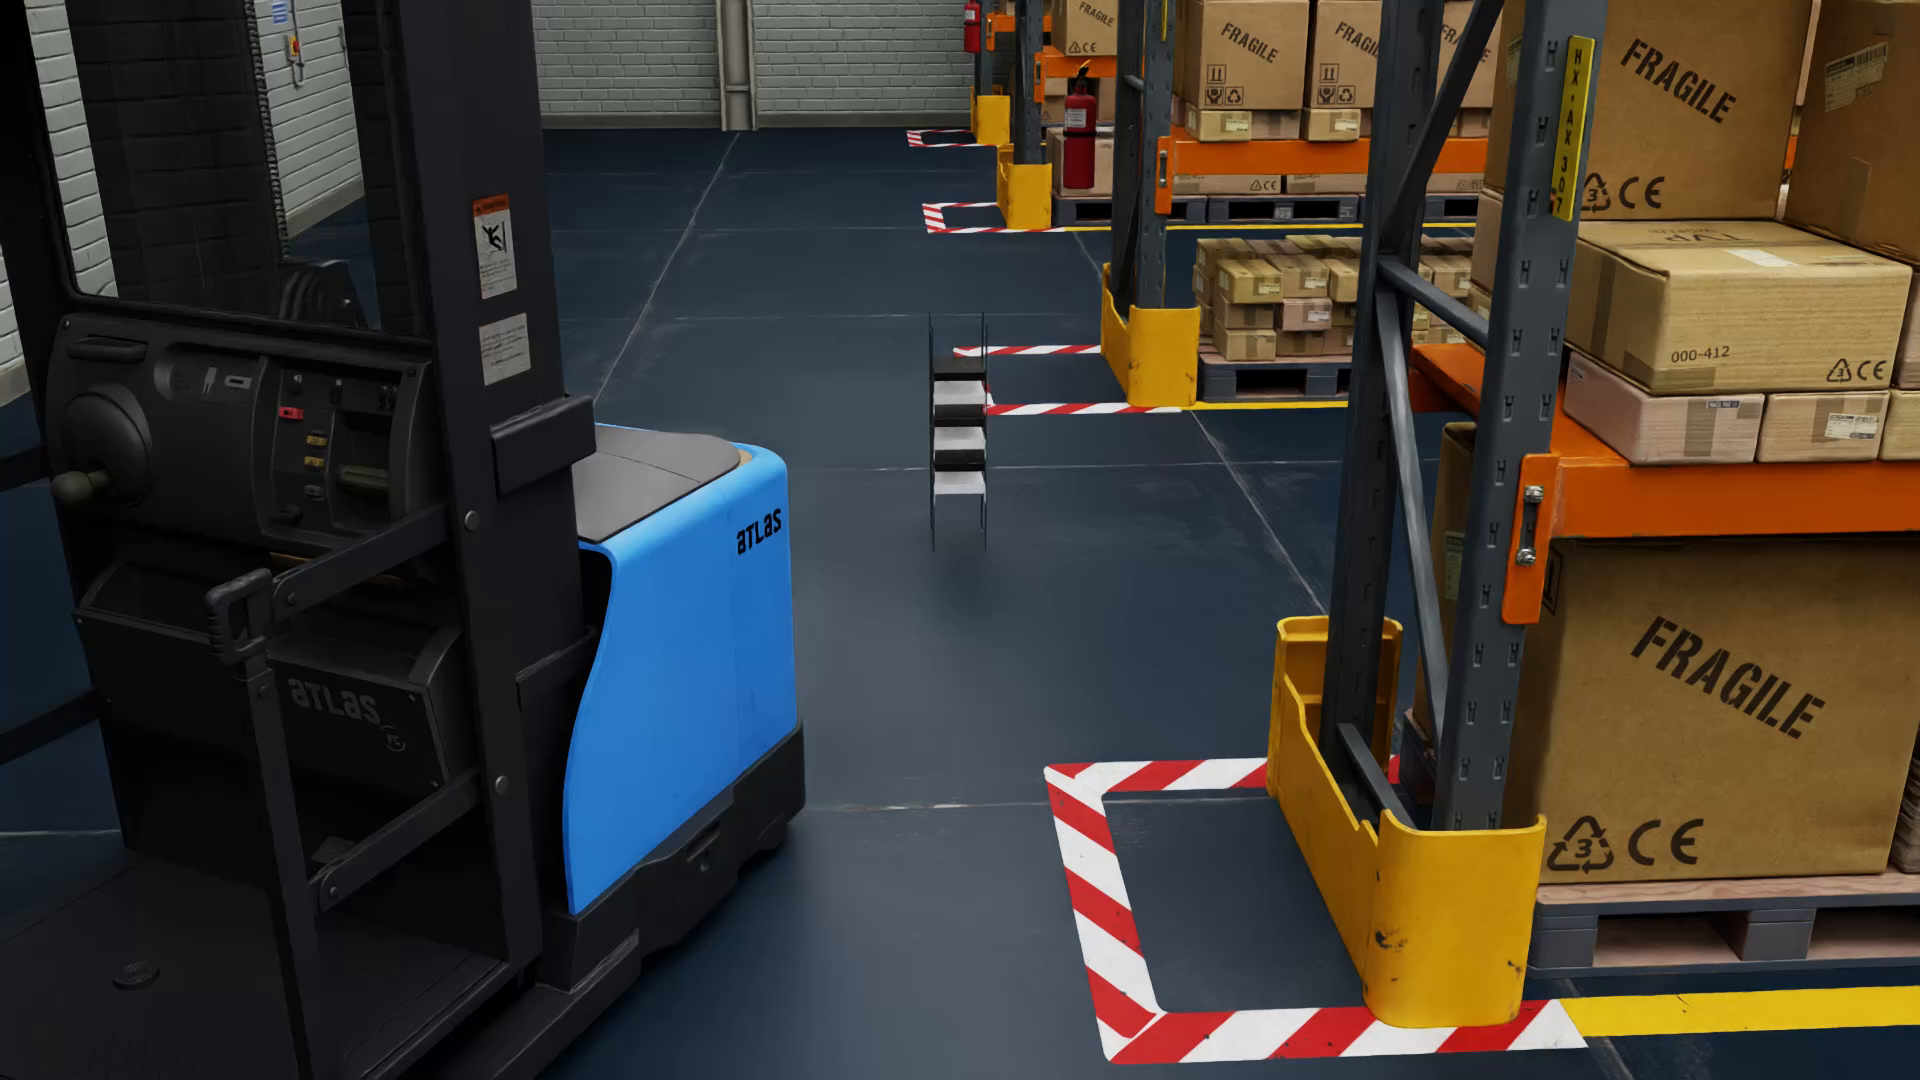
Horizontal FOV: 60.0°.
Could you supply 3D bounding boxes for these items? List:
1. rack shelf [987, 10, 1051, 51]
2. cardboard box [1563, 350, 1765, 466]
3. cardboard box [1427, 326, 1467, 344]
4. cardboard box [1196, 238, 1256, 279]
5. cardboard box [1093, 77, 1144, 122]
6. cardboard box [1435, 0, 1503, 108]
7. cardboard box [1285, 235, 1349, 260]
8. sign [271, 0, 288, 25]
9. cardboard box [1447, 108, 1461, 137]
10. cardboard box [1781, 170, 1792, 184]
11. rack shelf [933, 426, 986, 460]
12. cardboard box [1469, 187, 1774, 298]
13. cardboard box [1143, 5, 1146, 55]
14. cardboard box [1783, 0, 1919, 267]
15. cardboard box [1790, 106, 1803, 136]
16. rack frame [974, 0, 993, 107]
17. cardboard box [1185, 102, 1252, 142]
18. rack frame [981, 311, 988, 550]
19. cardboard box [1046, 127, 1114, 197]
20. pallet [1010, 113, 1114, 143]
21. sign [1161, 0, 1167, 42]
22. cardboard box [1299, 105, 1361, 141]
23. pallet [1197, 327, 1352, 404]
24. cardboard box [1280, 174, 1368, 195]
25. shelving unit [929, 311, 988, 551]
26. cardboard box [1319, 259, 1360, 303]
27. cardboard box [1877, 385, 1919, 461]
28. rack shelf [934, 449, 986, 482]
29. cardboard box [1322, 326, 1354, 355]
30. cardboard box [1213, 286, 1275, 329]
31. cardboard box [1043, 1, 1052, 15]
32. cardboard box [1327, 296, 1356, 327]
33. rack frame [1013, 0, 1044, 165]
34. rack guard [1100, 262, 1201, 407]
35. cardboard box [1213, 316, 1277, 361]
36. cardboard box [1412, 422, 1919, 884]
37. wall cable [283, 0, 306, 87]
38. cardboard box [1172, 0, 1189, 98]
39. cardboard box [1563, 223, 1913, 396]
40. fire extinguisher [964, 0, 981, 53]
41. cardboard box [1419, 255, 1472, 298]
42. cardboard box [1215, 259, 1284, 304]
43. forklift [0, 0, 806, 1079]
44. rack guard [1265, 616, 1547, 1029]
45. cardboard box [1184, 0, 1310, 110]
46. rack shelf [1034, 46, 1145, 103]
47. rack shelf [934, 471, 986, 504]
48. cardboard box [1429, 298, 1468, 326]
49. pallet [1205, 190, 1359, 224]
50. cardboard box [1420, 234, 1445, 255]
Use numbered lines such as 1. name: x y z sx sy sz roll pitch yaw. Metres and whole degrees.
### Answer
1. rack shelf: 2.246 -5.502 17.868 4.000 0.370 1.077 -1 21 -3
2. cardboard box: 1.475 -0.287 3.512 0.250 0.149 0.380 -1 21 -2
3. cardboard box: 2.476 -1.086 8.675 0.250 0.149 0.380 -1 21 -3
4. cardboard box: 1.434 -1.521 8.981 0.250 0.149 0.380 -1 21 -2
5. cardboard box: 1.721 -4.808 17.957 0.500 0.500 0.700 0 21 -1
6. cardboard box: 2.406 -2.400 8.152 0.500 0.500 0.500 -1 21 -2
7. cardboard box: 1.939 -1.556 9.073 0.250 0.149 0.380 -2 21 -4
8. sign: -5.150 -4.020 12.584 0.001 0.218 0.327 -1 21 -3
9. cardboard box: 2.308 -2.108 8.295 0.250 0.149 0.380 -1 21 -4
10. cardboard box: 6.938 -3.399 13.730 0.875 0.875 0.875 -1 21 -2
11. rack shelf: -0.008 -0.389 6.472 0.200 0.077 0.258 -1 21 -3
12. cardboard box: 1.570 -0.687 4.003 0.500 0.250 0.500 -1 21 -4
13. cardboard box: 1.535 -4.009 12.795 0.500 0.500 0.500 -1 21 -4
14. cardboard box: 2.096 -0.858 3.397 0.500 0.500 0.500 -2 21 -4
15. cardboard box: 4.120 -2.125 8.340 0.250 0.149 0.380 0 21 -1
16. rack frame: 0.249 -5.798 17.634 0.127 3.000 1.000 -1 21 -3
17. cardboard box: 1.262 -2.051 8.145 0.250 0.149 0.380 -1 21 -3
18. rack frame: 0.093 -0.422 6.466 0.006 0.900 0.240 -1 21 -3
19. cardboard box: 1.189 -3.082 13.512 0.875 0.438 0.875 -2 21 -5
20. pallet: 1.121 -4.513 18.177 1.213 0.211 1.003 -1 21 -3
21. sign: 0.951 -2.490 7.729 0.005 0.325 0.100 -1 21 -3
22. cardboard box: 1.785 -2.057 8.162 0.250 0.149 0.380 -2 21 -5
23. pallet: 1.809 -0.981 8.900 1.213 0.211 1.003 -1 21 -3
24. cardboard box: 3.003 -3.122 13.615 0.875 0.438 0.875 -2 21 -5
25. shelving unit: -0.008 -0.420 6.460 0.210 0.900 0.258 -1 21 -3
26. cardboard box: 1.989 -1.318 8.448 0.250 0.149 0.380 -1 21 -3
27. cardboard box: 1.987 -0.298 3.541 0.250 0.149 0.380 -2 21 -4
28. rack shelf: -0.008 -0.305 6.504 0.200 0.077 0.258 -1 21 -3
29. cardboard box: 1.965 -1.081 8.661 0.250 0.149 0.380 -1 21 -2
30. cardboard box: 1.457 -1.201 8.557 0.250 0.149 0.380 0 21 -1
31. cardboard box: 0.844 -5.611 17.497 0.250 0.149 0.380 -1 21 -2
32. cardboard box: 1.973 -1.223 8.615 0.250 0.149 0.380 -1 21 -2
33. rack frame: 0.536 -4.035 13.003 0.127 3.000 1.000 -1 21 -3
34. rack guard: 0.995 -1.112 8.838 0.348 0.500 1.175 -1 21 -3
35. cardboard box: 1.461 -1.039 8.551 0.250 0.149 0.380 -1 21 -2
36. cardboard box: 1.736 0.241 4.168 0.875 0.875 0.875 -1 21 -3
37. wall cable: -5.092 -4.401 12.494 0.123 1.953 0.585 -1 21 -3
38. cardboard box: 1.353 -2.565 8.583 0.500 0.500 0.500 -1 21 -2
39. cardboard box: 1.596 -0.497 3.504 0.500 0.250 0.500 -2 21 -4
40. fire extinguisher: 0.129 -5.420 17.275 0.183 0.674 0.296 -1 21 -3
41. cardboard box: 2.510 -1.355 8.544 0.250 0.149 0.380 0 21 -1
42. cardboard box: 1.462 -1.310 8.427 0.250 0.149 0.380 -2 21 -6
43. forklift: -1.486 -0.191 3.004 1.130 2.935 3.031 9 23 22
44. rack guard: 1.078 0.654 4.200 0.348 0.500 1.175 -1 21 -3
45. cardboard box: 1.384 -2.375 8.085 0.500 0.500 0.500 0 21 0
46. rack shelf: 2.533 -3.739 13.237 4.000 0.370 1.077 -1 21 -3
47. rack shelf: -0.008 -0.221 6.536 0.200 0.077 0.258 -1 21 -3
48. cardboard box: 2.495 -1.228 8.630 0.250 0.149 0.380 -2 21 -6
49. pallet: 2.545 -2.799 13.677 1.213 0.211 1.003 -1 21 -3
50. cardboard box: 2.466 -1.564 9.094 0.250 0.149 0.380 0 21 -1
